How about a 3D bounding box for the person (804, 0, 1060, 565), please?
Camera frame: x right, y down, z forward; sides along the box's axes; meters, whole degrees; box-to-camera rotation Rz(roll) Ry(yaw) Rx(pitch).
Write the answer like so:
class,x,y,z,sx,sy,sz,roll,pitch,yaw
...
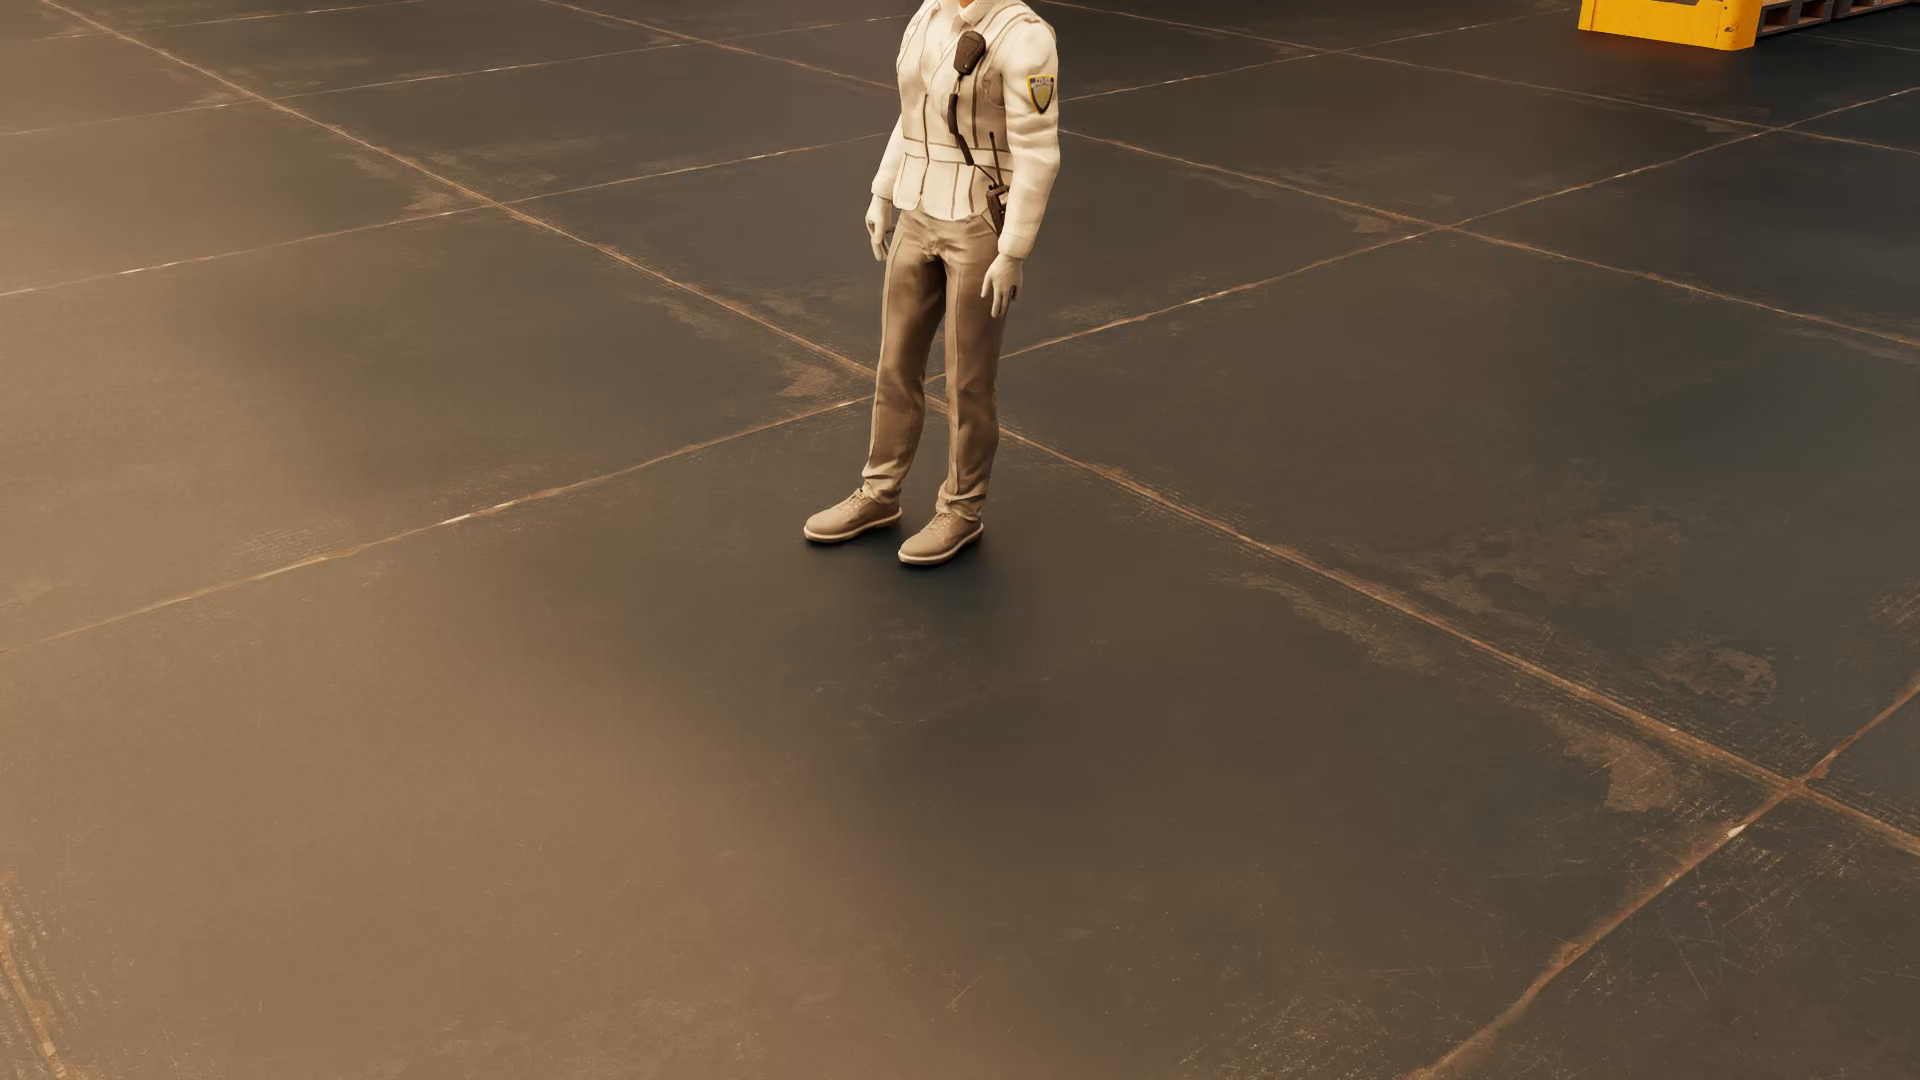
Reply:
class,x,y,z,sx,sy,sz,roll,pitch,yaw
person,-0.056,-0.749,4.087,0.534,1.696,0.587,-20,33,-35
